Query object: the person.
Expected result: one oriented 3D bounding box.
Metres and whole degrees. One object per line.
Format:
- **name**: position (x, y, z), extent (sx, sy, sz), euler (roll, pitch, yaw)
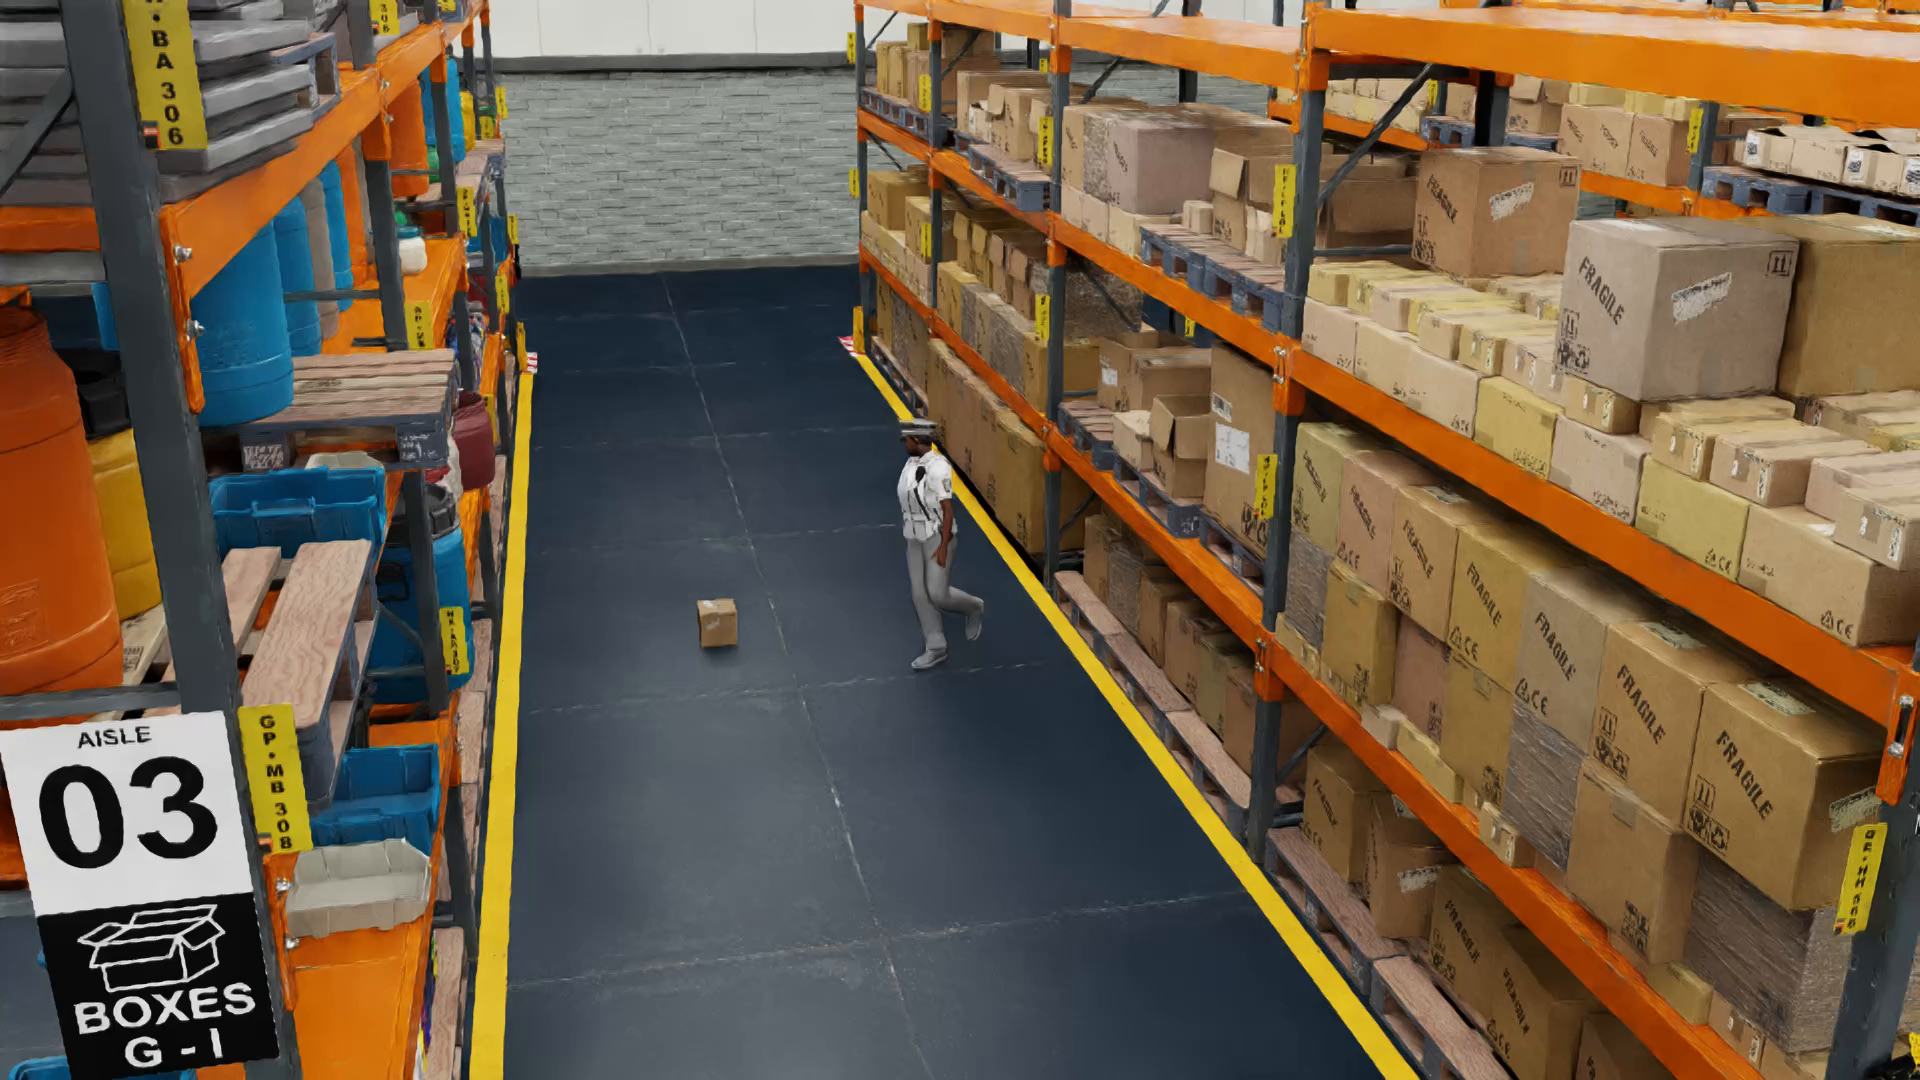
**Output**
- **person**: position (-0.179, 0.000, 11.112), extent (0.605, 1.629, 0.540), euler (-17, 26, -39)
